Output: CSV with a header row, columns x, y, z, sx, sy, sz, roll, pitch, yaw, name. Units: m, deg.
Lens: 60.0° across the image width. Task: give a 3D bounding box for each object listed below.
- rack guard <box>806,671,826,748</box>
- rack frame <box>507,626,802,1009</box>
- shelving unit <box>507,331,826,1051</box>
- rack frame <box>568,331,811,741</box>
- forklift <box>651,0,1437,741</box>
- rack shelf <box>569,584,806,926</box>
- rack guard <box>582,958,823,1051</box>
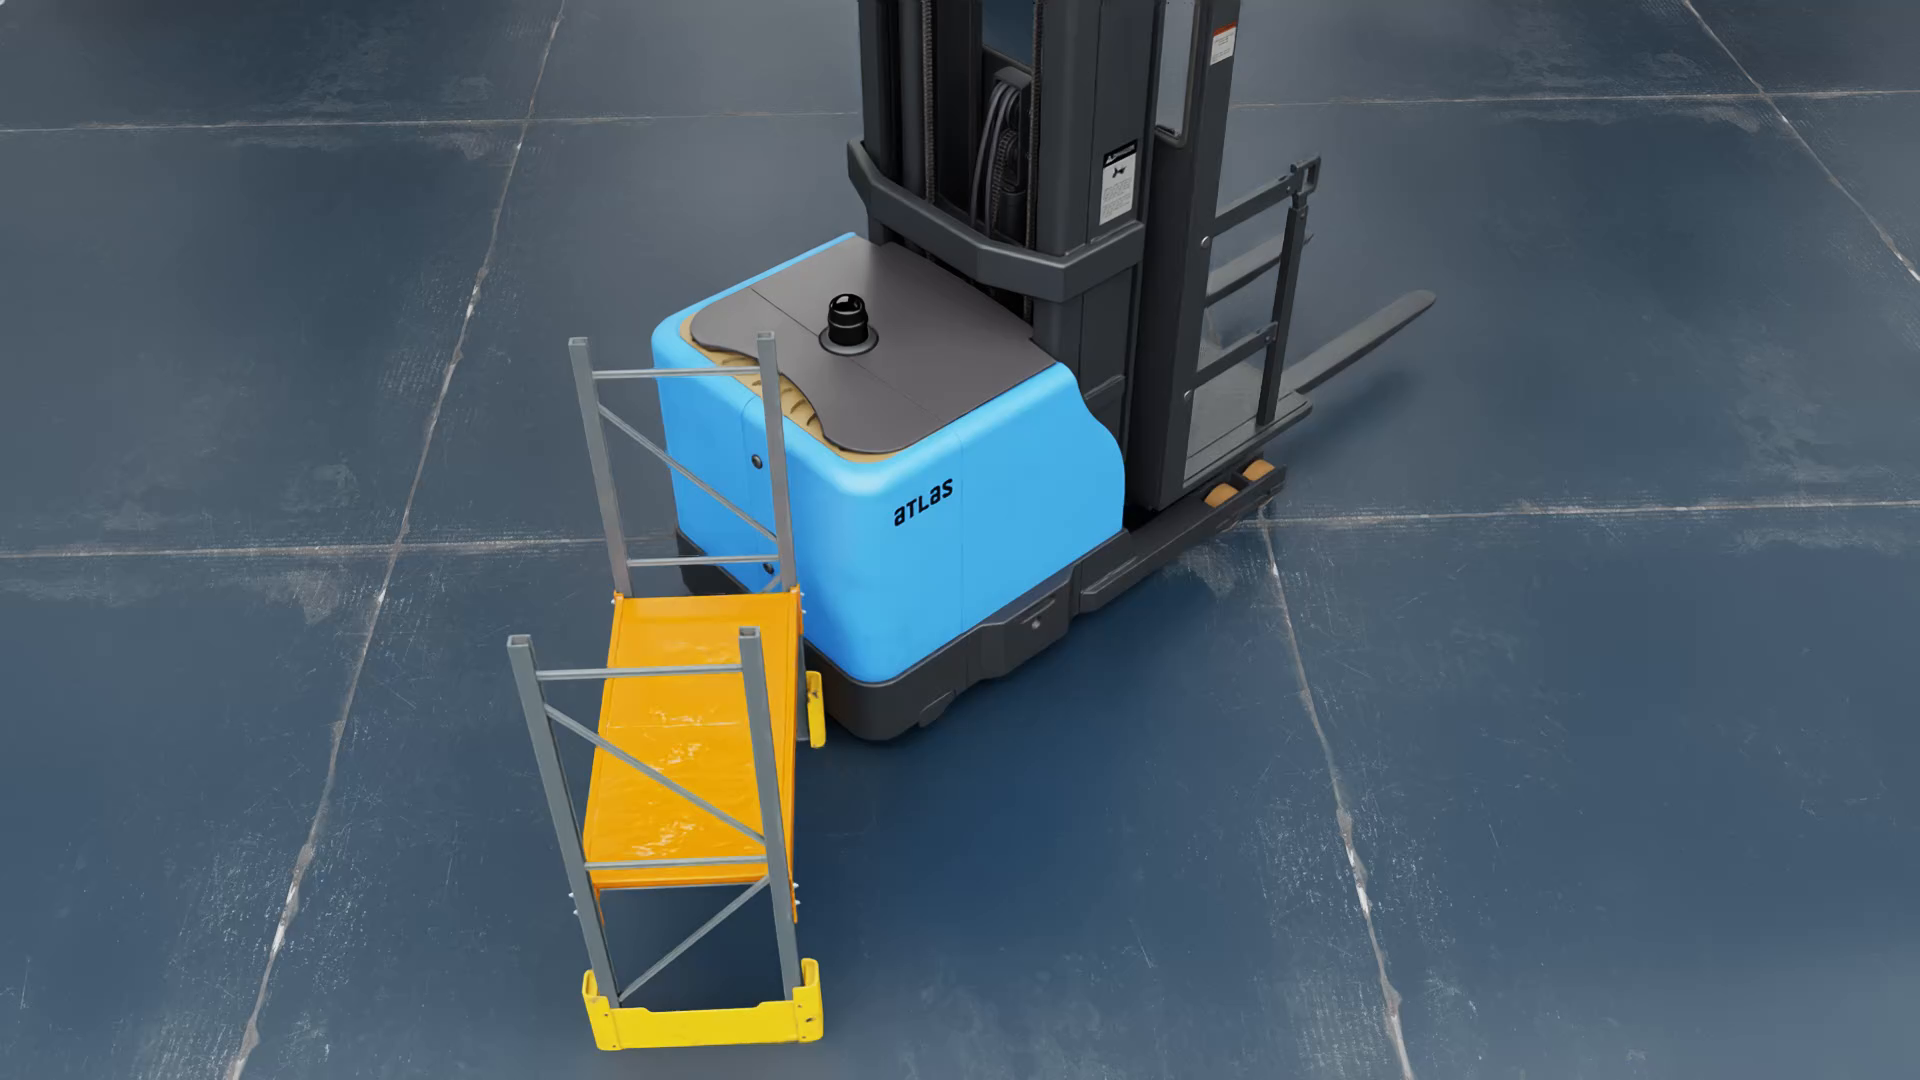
x,y,z,sx,sy,sz,roll,pitch,yaw,name
-0.704,0.520,4.997,0.587,0.250,0.087,-2,43,-2,rack guard
-0.651,0.745,3.827,0.500,1.500,0.032,-2,43,-2,rack frame
-0.678,0.396,4.208,0.587,1.500,1.083,-2,43,-2,shelving unit
-0.705,0.059,4.575,0.500,1.500,0.032,-2,43,-2,rack frame
0.510,-1.345,5.048,3.031,2.935,1.130,-32,51,-30,forklift
-0.678,0.534,4.323,0.538,0.185,1.000,-2,43,-2,rack shelf
-0.652,1.192,4.264,0.587,0.250,0.087,-2,43,-2,rack guard
